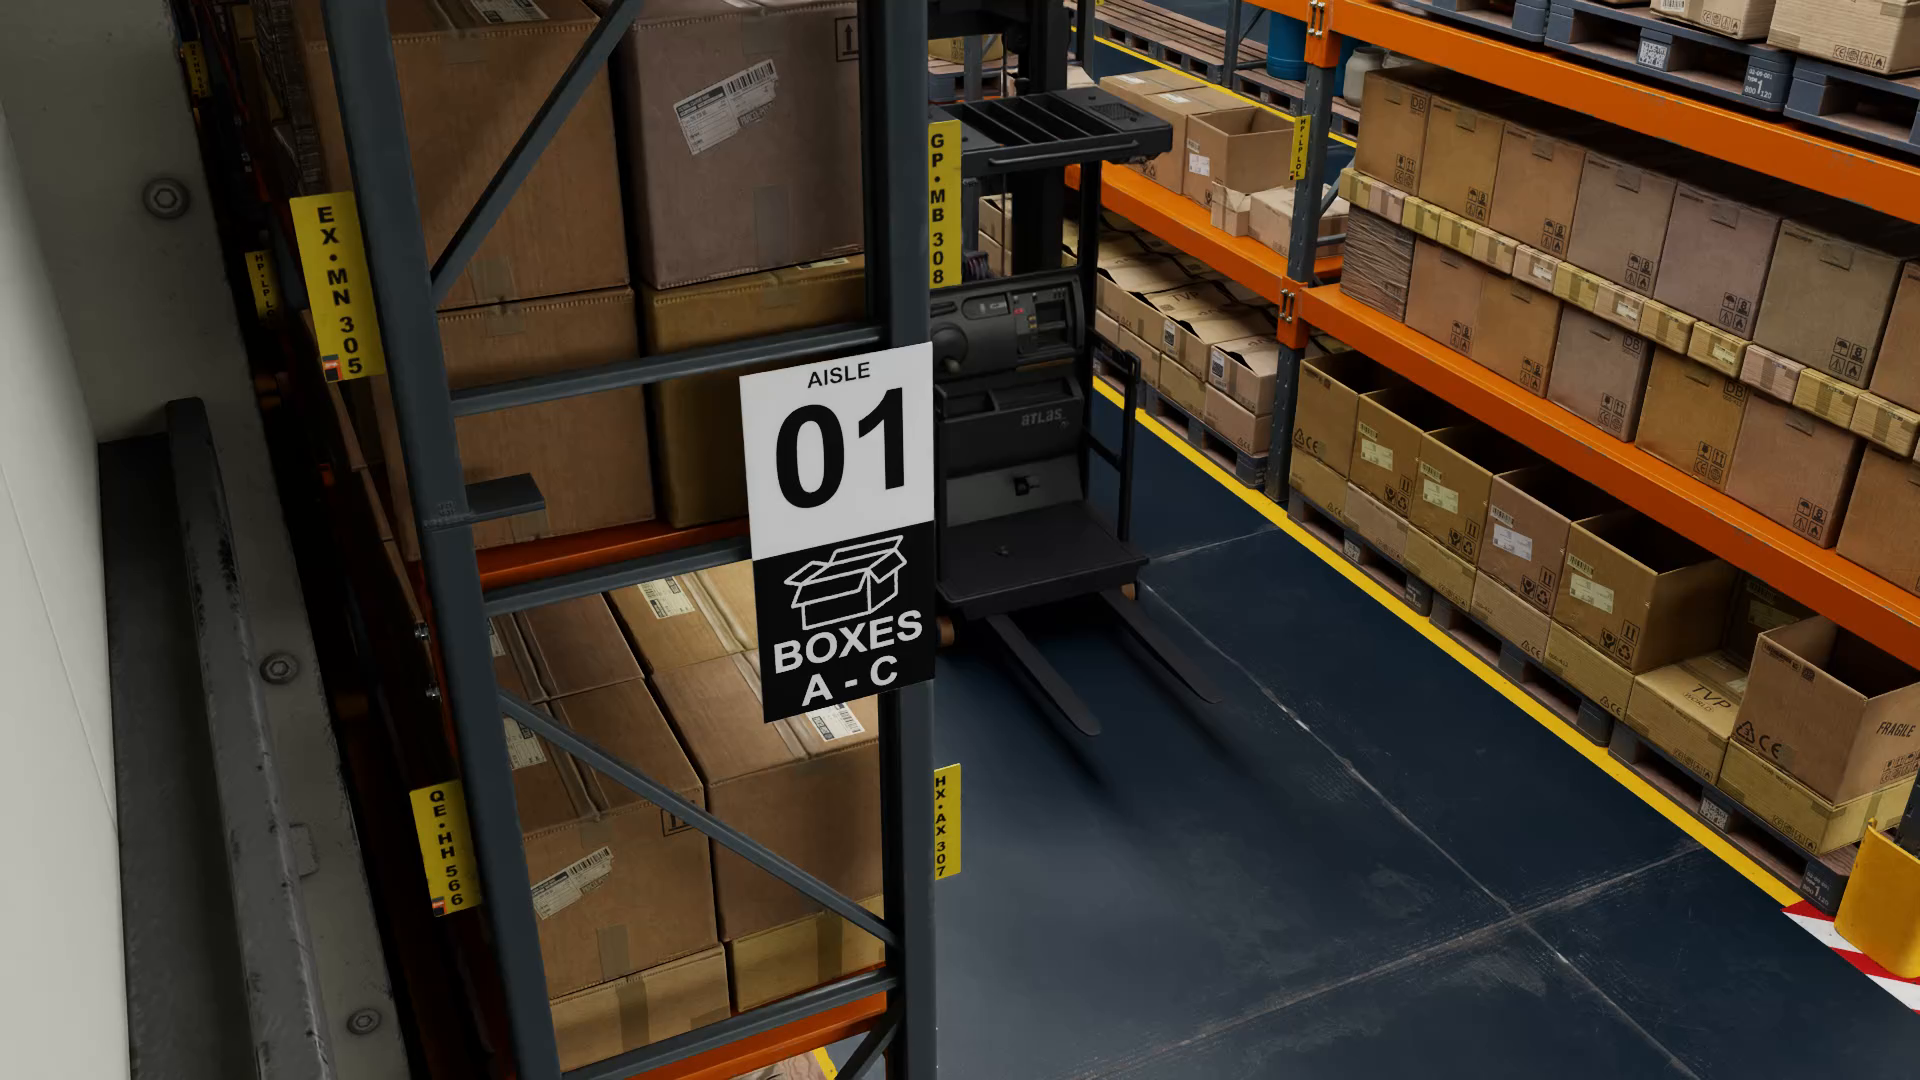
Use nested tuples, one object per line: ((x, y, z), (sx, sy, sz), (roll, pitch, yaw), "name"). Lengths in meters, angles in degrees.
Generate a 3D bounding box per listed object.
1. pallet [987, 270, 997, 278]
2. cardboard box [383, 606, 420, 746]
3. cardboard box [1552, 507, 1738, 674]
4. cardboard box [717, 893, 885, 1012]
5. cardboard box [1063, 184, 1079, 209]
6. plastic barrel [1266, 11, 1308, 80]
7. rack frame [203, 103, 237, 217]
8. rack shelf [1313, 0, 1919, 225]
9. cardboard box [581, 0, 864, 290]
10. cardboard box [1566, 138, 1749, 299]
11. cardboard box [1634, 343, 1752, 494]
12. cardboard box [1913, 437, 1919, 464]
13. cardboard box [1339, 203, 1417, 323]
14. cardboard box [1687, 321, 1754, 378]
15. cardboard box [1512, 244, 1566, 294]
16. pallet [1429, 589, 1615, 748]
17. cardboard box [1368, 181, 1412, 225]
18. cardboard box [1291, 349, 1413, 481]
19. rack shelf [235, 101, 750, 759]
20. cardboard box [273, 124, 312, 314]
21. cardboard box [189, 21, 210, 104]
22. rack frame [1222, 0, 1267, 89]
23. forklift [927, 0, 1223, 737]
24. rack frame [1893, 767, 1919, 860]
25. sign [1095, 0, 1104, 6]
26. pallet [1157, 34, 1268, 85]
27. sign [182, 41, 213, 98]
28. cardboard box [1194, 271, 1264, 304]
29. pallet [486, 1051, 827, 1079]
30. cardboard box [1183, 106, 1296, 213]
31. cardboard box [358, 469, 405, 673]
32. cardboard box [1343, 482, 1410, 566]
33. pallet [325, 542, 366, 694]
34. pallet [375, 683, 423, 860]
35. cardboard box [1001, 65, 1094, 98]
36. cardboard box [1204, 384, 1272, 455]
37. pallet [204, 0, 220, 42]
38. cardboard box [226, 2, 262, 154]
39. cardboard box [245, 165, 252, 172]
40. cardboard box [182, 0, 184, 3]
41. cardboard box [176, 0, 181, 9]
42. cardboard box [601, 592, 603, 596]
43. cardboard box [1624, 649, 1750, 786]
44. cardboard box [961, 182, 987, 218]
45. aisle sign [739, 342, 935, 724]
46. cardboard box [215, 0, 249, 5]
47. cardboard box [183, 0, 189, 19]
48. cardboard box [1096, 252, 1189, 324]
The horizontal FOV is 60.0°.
((0.822, -1.824, 12.117), (1.003, 0.211, 1.213), (-13, 32, -22), "pallet")
((-1.582, 0.384, 5.463), (0.500, 0.250, 0.500), (-13, 32, -21), "cardboard box")
((2.997, 0.198, 7.276), (0.500, 0.500, 0.500), (-13, 32, -22), "cardboard box")
((-0.457, 0.938, 4.474), (0.500, 0.250, 0.500), (-14, 32, -23), "cardboard box")
((0.951, -2.460, 12.211), (0.500, 0.311, 0.500), (-12, 32, -21), "cardboard box")
((3.480, -5.241, 17.077), (0.600, 0.901, 0.708), (-13, 32, -22), "plastic barrel")
((-5.686, -4.137, 13.392), (1.000, 3.000, 0.127), (-13, 32, -22), "rack frame")
((3.080, -1.756, 6.814), (1.077, 0.370, 4.000), (-13, 32, -22), "rack shelf")
((-0.480, -0.854, 3.325), (0.500, 0.500, 0.500), (-16, 33, -25), "cardboard box")
((3.064, -1.394, 7.073), (0.700, 0.500, 0.500), (-13, 32, -22), "cardboard box")
((3.312, -0.582, 6.950), (0.700, 0.500, 0.500), (-13, 32, -22), "cardboard box")
((3.602, -0.333, 5.843), (0.380, 0.149, 0.250), (-14, 32, -23), "cardboard box")
((2.417, -1.494, 8.576), (0.700, 0.500, 0.500), (-14, 32, -23), "cardboard box")
((3.159, -0.789, 6.656), (0.380, 0.149, 0.250), (-12, 31, -20), "cardboard box")
((2.718, -1.243, 7.467), (0.380, 0.149, 0.250), (-14, 32, -23), "cardboard box")
((3.052, 0.471, 8.025), (1.003, 0.211, 1.213), (-13, 32, -22), "pallet")
((2.269, -1.701, 8.283), (0.380, 0.149, 0.250), (-13, 32, -21), "cardboard box")
((2.137, -0.685, 8.851), (0.500, 0.500, 0.500), (-13, 32, -22), "cardboard box")
((-1.393, -0.714, 4.956), (1.077, 0.370, 4.000), (-13, 32, -22), "rack shelf")
((-1.386, -0.770, 4.198), (0.500, 0.500, 0.500), (-15, 32, -24), "cardboard box")
((-5.060, -3.381, 11.618), (0.500, 0.500, 0.500), (-12, 31, -21), "cardboard box")
((3.262, -6.217, 17.101), (1.000, 3.000, 0.127), (-13, 32, -22), "rack frame")
((0.258, -0.988, 7.847), (1.130, 2.935, 3.031), (-12, 31, -20), "forklift")
((3.938, 0.122, 5.796), (1.000, 3.000, 0.127), (-13, 32, -22), "rack frame")
((1.004, -4.035, 12.026), (0.100, 0.325, 0.005), (-13, 32, -22), "sign")
((2.911, -5.317, 18.348), (1.003, 0.211, 1.213), (-13, 32, -22), "pallet")
((-4.469, -2.757, 9.747), (0.100, 0.325, 0.005), (-13, 32, -22), "sign")
((1.835, -1.559, 10.603), (0.500, 0.311, 0.500), (-14, 32, -24), "cardboard box")
((-0.884, 1.980, 5.334), (1.003, 0.211, 1.213), (-13, 32, -22), "pallet")
((1.680, -2.264, 9.949), (0.500, 0.500, 0.500), (-11, 31, -18), "cardboard box")
((-1.578, 0.056, 5.281), (0.500, 0.500, 0.500), (-13, 32, -21), "cardboard box")
((2.356, -0.138, 8.643), (0.500, 0.250, 0.500), (-13, 32, -22), "cardboard box")
((-2.587, 0.270, 8.384), (1.003, 0.211, 1.213), (-13, 32, -22), "pallet")
((-1.931, 0.903, 7.256), (1.003, 0.211, 1.213), (-13, 32, -22), "pallet")
((0.620, -3.203, 11.817), (0.500, 0.311, 0.500), (-11, 31, -19), "cardboard box")
((1.781, -0.751, 9.735), (0.500, 0.250, 0.500), (-13, 32, -22), "cardboard box")
((-2.868, -2.582, 7.744), (1.213, 0.211, 1.003), (-13, 32, -22), "pallet")
((-2.269, -1.694, 5.846), (0.500, 0.500, 0.500), (-12, 31, -20), "cardboard box")
((-4.340, -2.359, 10.458), (0.380, 0.149, 0.250), (-13, 32, -21), "cardboard box")
((-5.273, -3.938, 11.844), (0.500, 0.250, 0.500), (-14, 32, -24), "cardboard box")
((-6.534, -5.154, 14.898), (0.980, 0.700, 0.700), (-15, 32, -24), "cardboard box")
((-0.887, 0.170, 5.078), (0.500, 0.500, 0.500), (-14, 32, -24), "cardboard box")
((3.216, 0.745, 7.067), (0.500, 0.250, 0.500), (-13, 32, -22), "cardboard box")
((-0.110, -2.877, 13.251), (0.500, 0.500, 0.500), (-12, 31, -20), "cardboard box")
((-0.232, -0.001, 3.358), (0.394, 0.787, 0.004), (-13, 32, -22), "aisle sign")
((-2.299, -2.123, 5.589), (0.500, 0.500, 0.500), (-12, 32, -21), "cardboard box")
((-5.053, -3.707, 11.431), (0.500, 0.250, 0.500), (-14, 32, -23), "cardboard box")
((1.135, -1.664, 10.791), (0.500, 0.311, 0.500), (-13, 32, -23), "cardboard box")
